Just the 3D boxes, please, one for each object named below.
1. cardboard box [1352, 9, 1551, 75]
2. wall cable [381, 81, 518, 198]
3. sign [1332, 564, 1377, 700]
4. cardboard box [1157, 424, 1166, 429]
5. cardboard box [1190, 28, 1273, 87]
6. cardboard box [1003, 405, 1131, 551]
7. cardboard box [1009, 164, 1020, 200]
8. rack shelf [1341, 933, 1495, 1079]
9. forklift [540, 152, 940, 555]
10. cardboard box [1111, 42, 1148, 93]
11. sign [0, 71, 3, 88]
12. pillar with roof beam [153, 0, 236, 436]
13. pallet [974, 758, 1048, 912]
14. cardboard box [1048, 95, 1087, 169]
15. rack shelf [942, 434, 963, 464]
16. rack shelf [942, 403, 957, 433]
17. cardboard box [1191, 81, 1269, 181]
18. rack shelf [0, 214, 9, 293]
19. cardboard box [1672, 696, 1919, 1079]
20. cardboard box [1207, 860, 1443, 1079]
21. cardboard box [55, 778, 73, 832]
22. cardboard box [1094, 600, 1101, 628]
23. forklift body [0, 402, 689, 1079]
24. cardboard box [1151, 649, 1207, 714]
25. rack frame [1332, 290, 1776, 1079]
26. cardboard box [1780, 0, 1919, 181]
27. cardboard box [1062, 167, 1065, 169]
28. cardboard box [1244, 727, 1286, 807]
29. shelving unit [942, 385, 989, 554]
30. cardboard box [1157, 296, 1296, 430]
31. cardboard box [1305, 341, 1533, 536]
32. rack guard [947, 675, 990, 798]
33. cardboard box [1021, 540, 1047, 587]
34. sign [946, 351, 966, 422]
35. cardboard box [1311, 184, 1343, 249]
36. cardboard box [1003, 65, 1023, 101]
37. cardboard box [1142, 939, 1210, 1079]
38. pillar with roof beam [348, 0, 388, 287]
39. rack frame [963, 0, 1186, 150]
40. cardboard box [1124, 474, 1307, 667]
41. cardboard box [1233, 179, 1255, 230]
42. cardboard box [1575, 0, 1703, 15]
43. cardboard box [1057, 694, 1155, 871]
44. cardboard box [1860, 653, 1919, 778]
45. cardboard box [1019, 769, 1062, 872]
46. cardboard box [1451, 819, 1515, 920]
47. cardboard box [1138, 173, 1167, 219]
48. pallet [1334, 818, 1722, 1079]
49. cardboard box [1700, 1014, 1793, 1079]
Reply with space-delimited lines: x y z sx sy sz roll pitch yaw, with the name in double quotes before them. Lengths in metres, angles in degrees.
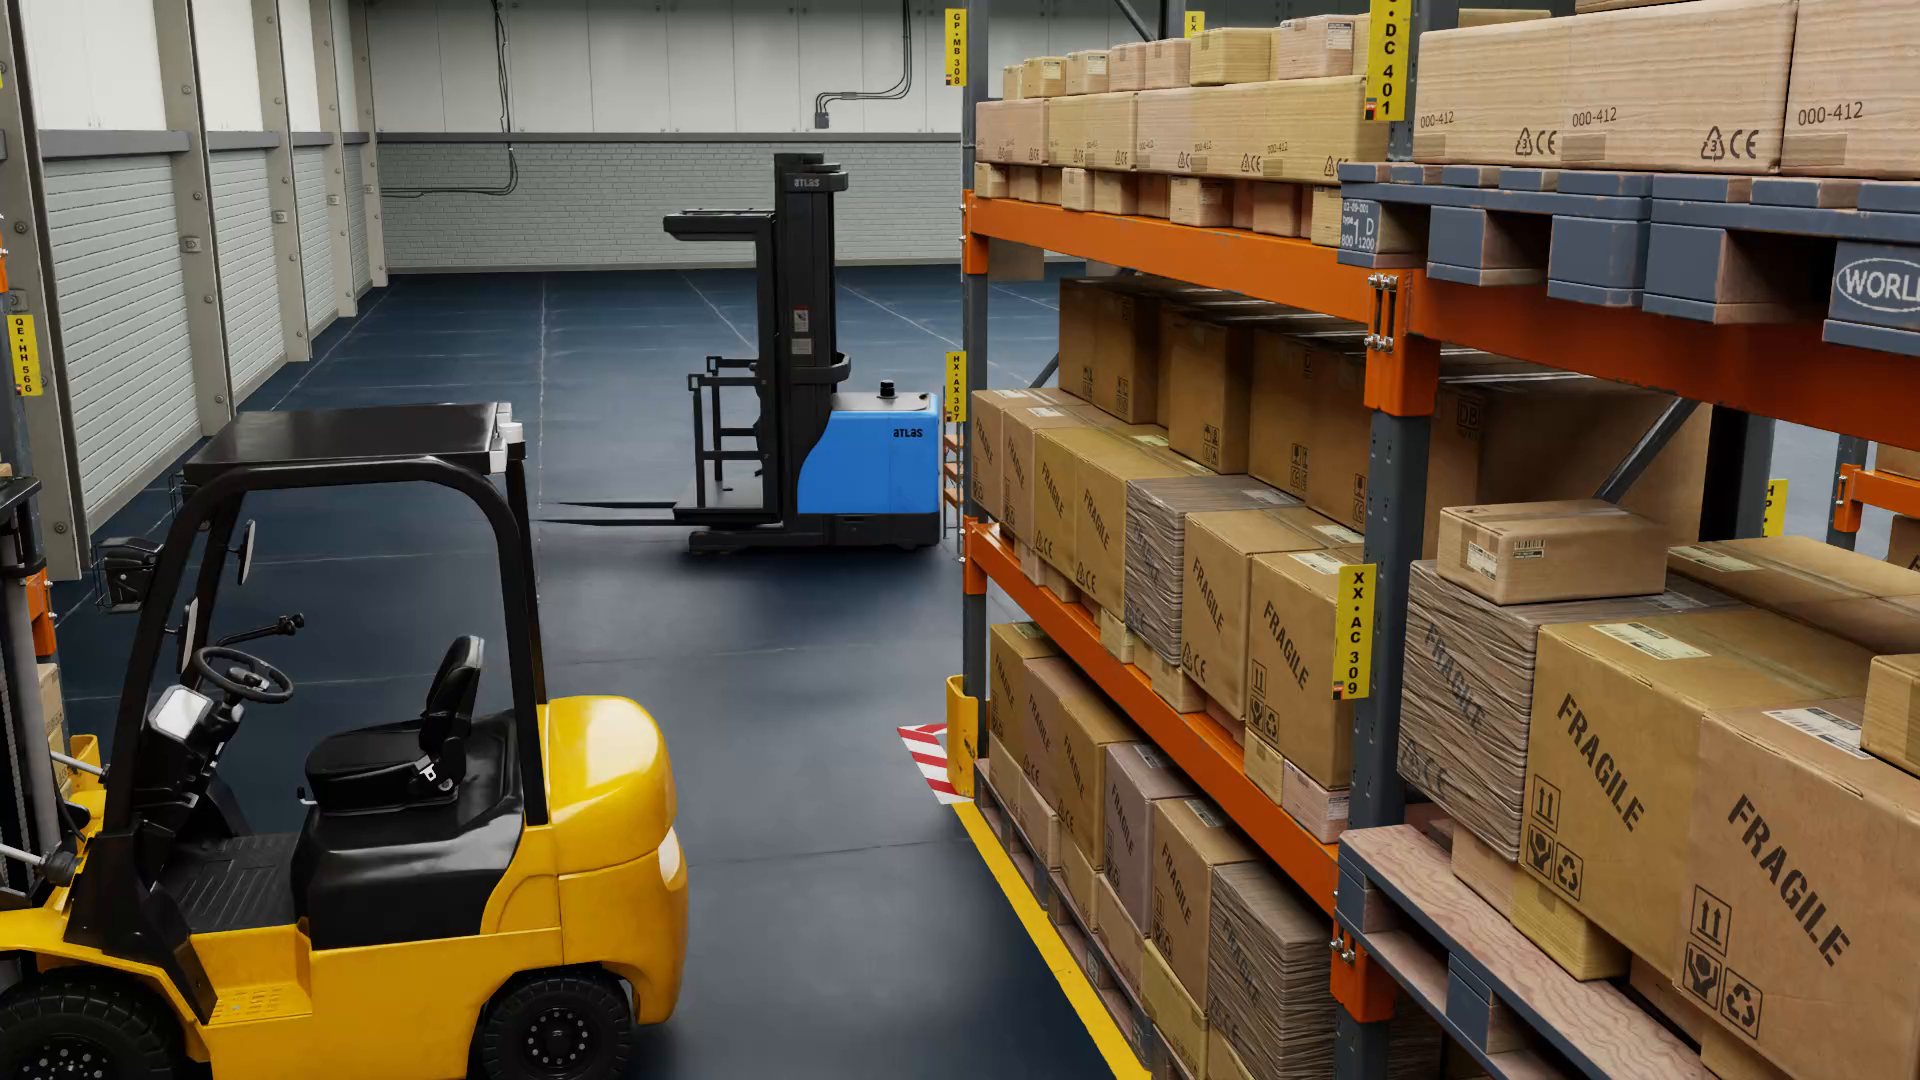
"cardboard box" 1.166 -1.179 3.959 0.380 0.149 0.250 -3 14 -12
"wall cable" -11.476 -8.909 36.977 3.097 2.526 0.112 -3 14 -13
"sign" 0.927 0.216 3.897 0.100 0.325 0.005 -3 14 -13
"cardboard box" 1.021 -0.285 6.937 0.500 0.500 0.500 -3 14 -13
"cardboard box" 0.867 -1.352 4.669 0.380 0.149 0.250 -3 14 -12
"cardboard box" 0.479 -0.267 6.862 0.500 0.500 0.500 -3 14 -11
"cardboard box" 0.424 -1.503 6.967 0.380 0.149 0.250 -4 14 -15
"rack shelf" 1.922 1.416 2.328 1.077 0.370 4.000 -3 14 -13
"forklift" -1.672 -1.441 12.648 3.031 2.935 1.130 0 14 -1
"cardboard box" 0.709 -1.531 5.402 0.380 0.149 0.250 -3 14 -12
"sign" -3.780 -1.916 6.431 0.100 0.325 0.005 -3 14 -13
"pillar with roof beam" -3.657 -5.752 17.510 9.100 9.000 0.400 -3 14 -13
"pallet" 0.687 1.244 7.392 1.003 0.211 1.213 -3 14 -13
"cardboard box" 0.626 -1.481 6.039 0.500 0.250 0.500 -3 14 -12
"rack shelf" 0.042 -0.697 12.591 0.258 0.148 0.480 -3 14 -12
"rack shelf" 0.042 -0.926 12.535 0.258 0.148 0.480 -3 14 -12
"cardboard box" 0.967 -1.127 4.590 0.500 0.250 0.500 -4 14 -14
"rack shelf" -3.841 -0.687 4.613 1.077 0.370 4.000 -3 14 -13
"cardboard box" 1.505 0.562 2.583 0.500 0.500 0.500 -3 14 -14
"cardboard box" 1.052 1.251 4.816 0.500 0.500 0.500 -3 14 -14
"cardboard box" -3.894 1.182 6.677 0.500 0.250 0.500 -3 14 -13
"cardboard box" 0.710 0.256 6.087 0.380 0.149 0.250 -4 14 -15
"forklift body" -2.092 0.708 5.498 2.313 2.155 1.214 -3 14 -13
"cardboard box" 0.839 0.436 5.353 0.380 0.149 0.250 -3 14 -14
"rack frame" 1.452 0.605 4.131 1.000 3.000 0.127 -3 14 -13
"cardboard box" 1.460 -0.594 2.151 0.500 0.250 0.500 -3 14 -14
"cardboard box" 0.601 -1.323 6.231 0.380 0.149 0.250 -4 14 -15
"cardboard box" 1.015 0.613 4.629 0.380 0.149 0.250 -3 14 -12
"shelving unit" 0.042 -0.545 12.628 0.258 1.200 0.503 -3 14 -12
"cardboard box" 1.176 -0.662 6.372 0.700 0.500 0.500 -3 14 -14
"cardboard box" 1.461 -0.307 4.917 0.700 0.500 0.500 -3 14 -13
"rack guard" 0.531 0.914 8.133 1.175 0.500 0.348 -3 14 -13
"cardboard box" 0.463 0.078 6.815 0.380 0.149 0.250 -3 14 -12
"sign" -0.015 -0.708 7.681 0.100 0.325 0.005 -3 14 -13
"cardboard box" 1.081 -0.786 4.033 0.380 0.149 0.250 -3 14 -13
"cardboard box" 0.398 -1.947 7.105 0.380 0.149 0.250 -3 14 -14
"cardboard box" 0.917 1.493 5.405 0.500 0.250 0.500 -4 14 -15
"pillar with roof beam" -7.885 -9.905 34.507 9.100 9.000 0.400 -3 14 -13
"rack frame" 0.513 -3.232 7.196 1.000 3.000 0.127 -3 14 -13
"cardboard box" 0.852 0.085 5.420 0.500 0.500 0.500 -3 14 -12
"cardboard box" 1.011 -0.968 4.778 0.380 0.149 0.250 -4 14 -15
"cardboard box" 1.327 -0.955 2.572 0.500 0.250 0.500 -4 14 -14
"cardboard box" 0.677 0.893 6.280 0.500 0.500 0.500 -3 14 -12
"cardboard box" 1.574 0.266 2.430 0.380 0.149 0.250 -2 14 -10
"cardboard box" 0.546 1.134 6.876 0.500 0.250 0.500 -3 14 -11
"cardboard box" 1.275 0.668 3.517 0.380 0.149 0.250 -3 14 -12
"cardboard box" 0.811 -1.148 5.514 0.380 0.149 0.250 -3 14 -14
"pallet" 1.490 0.882 3.399 1.003 0.211 1.213 -3 14 -13
"cardboard box" 1.486 0.849 2.776 0.380 0.149 0.250 -3 14 -12
